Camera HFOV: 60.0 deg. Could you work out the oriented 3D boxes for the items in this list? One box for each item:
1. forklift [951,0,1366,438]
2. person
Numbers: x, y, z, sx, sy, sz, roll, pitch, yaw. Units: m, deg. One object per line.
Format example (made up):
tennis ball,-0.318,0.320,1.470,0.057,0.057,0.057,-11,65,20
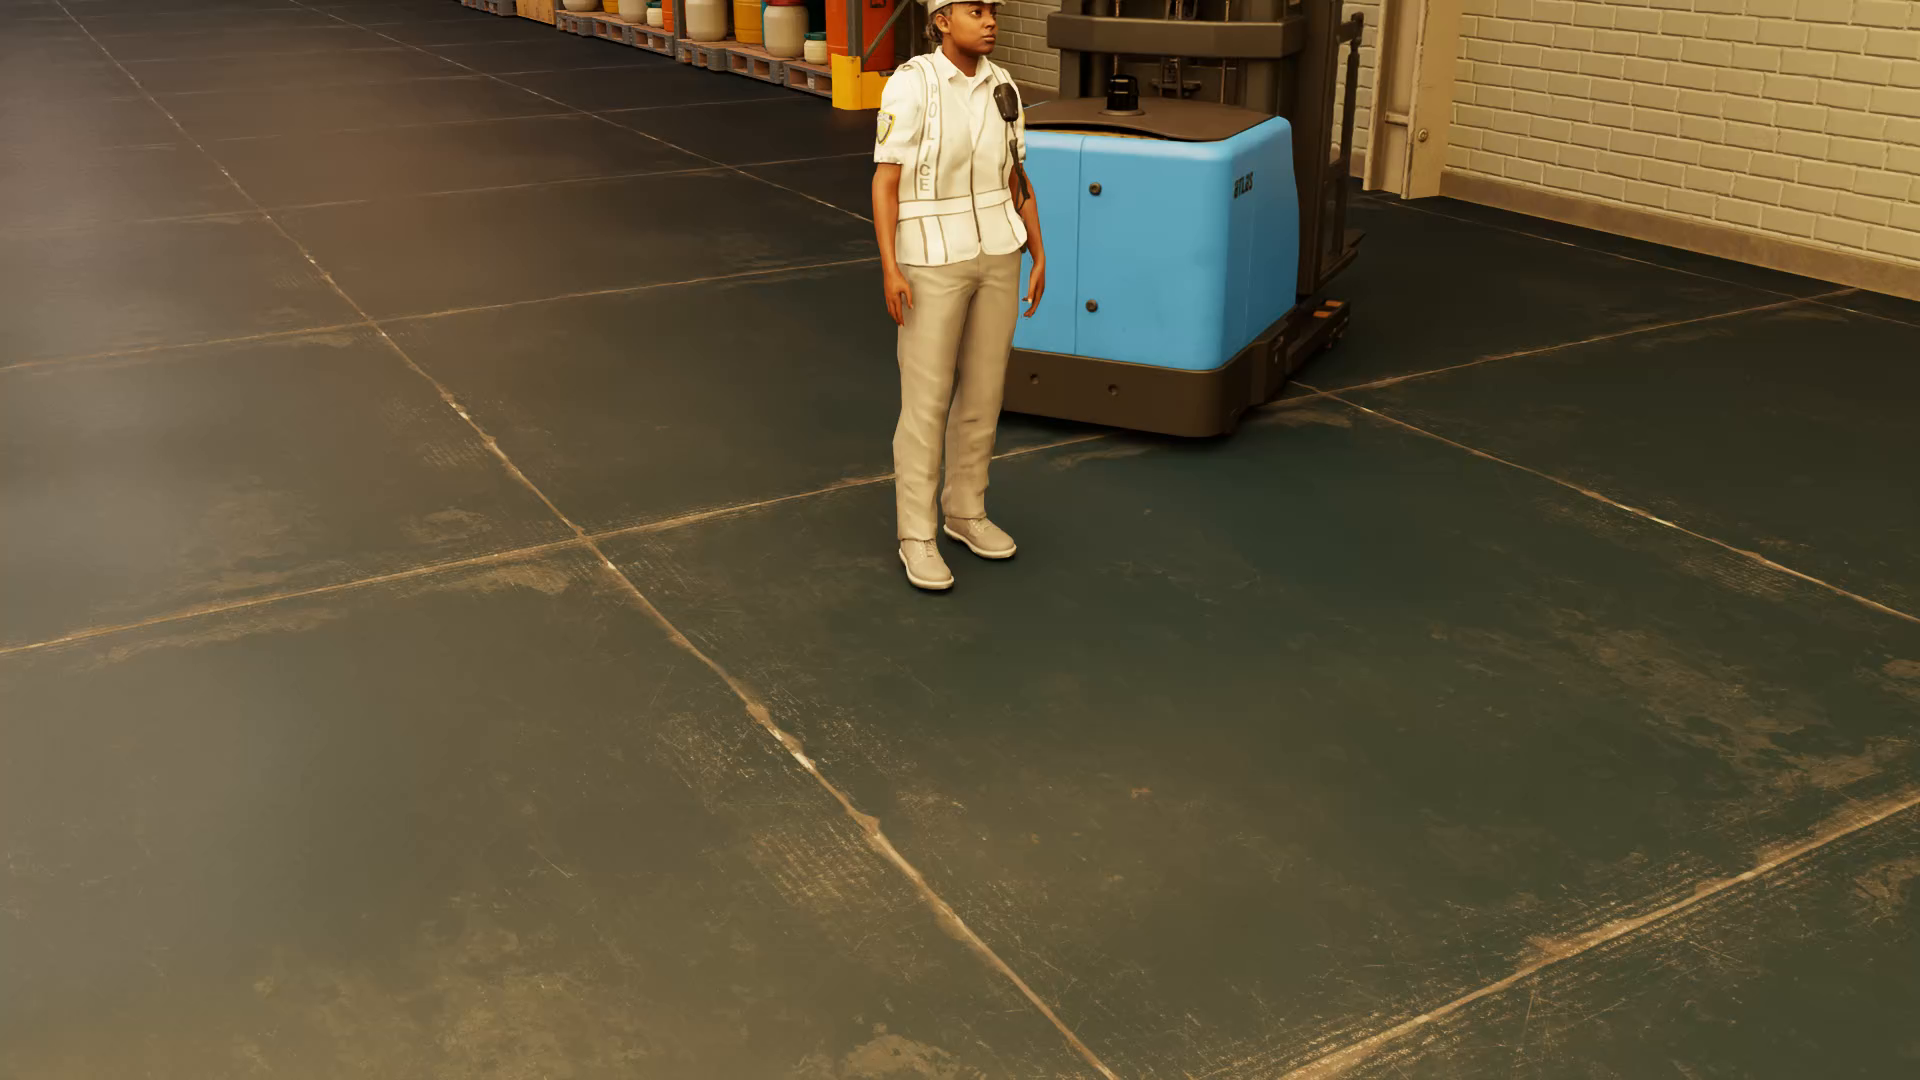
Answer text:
forklift,1.063,-2.237,6.725,1.130,2.935,3.031,10,24,24
person,0.021,-0.762,4.741,0.570,1.697,0.528,-12,25,-28
